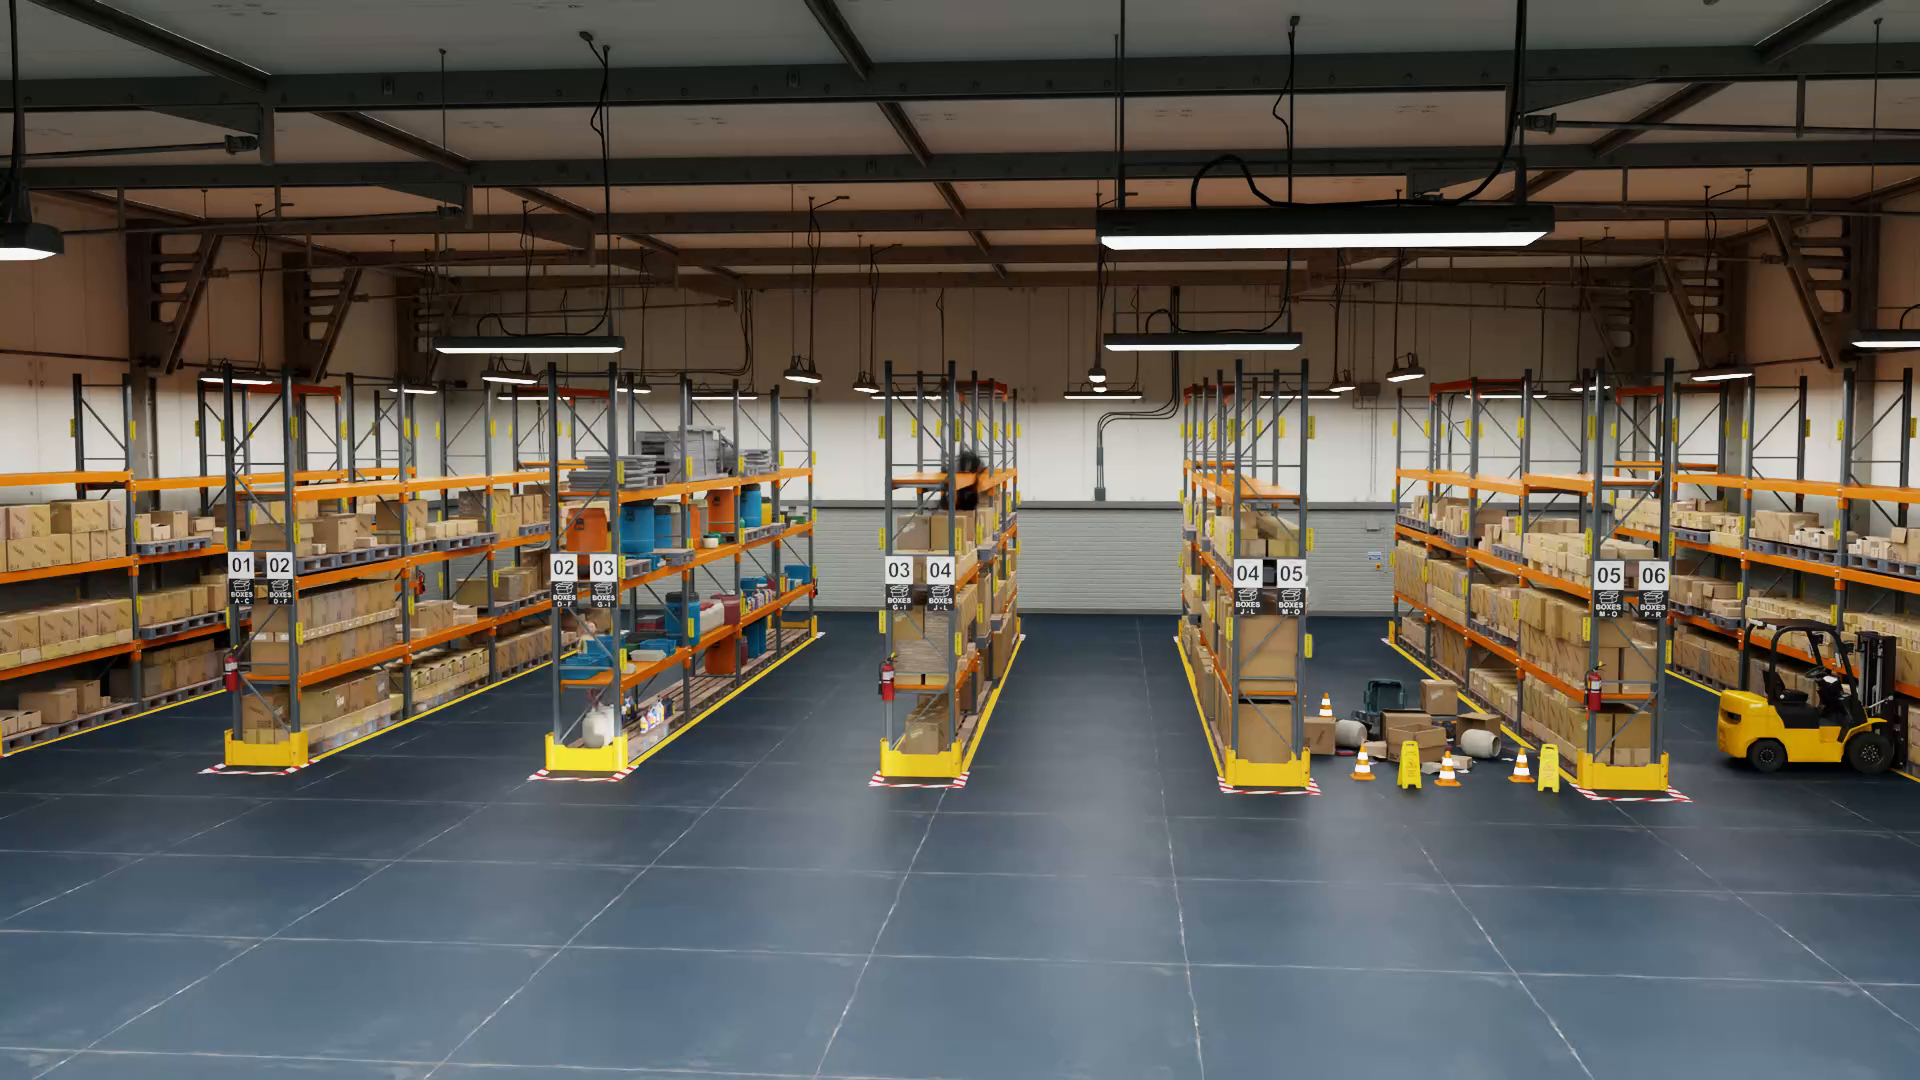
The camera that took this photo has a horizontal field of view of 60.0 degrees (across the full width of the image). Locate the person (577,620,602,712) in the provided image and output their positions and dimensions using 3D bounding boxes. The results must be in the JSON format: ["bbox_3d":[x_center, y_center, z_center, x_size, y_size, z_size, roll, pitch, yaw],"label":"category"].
[{"bbox_3d":[-6.501,2.238,29.411,0.568,1.628,0.543,0,4,-2],"label":"person"}]
